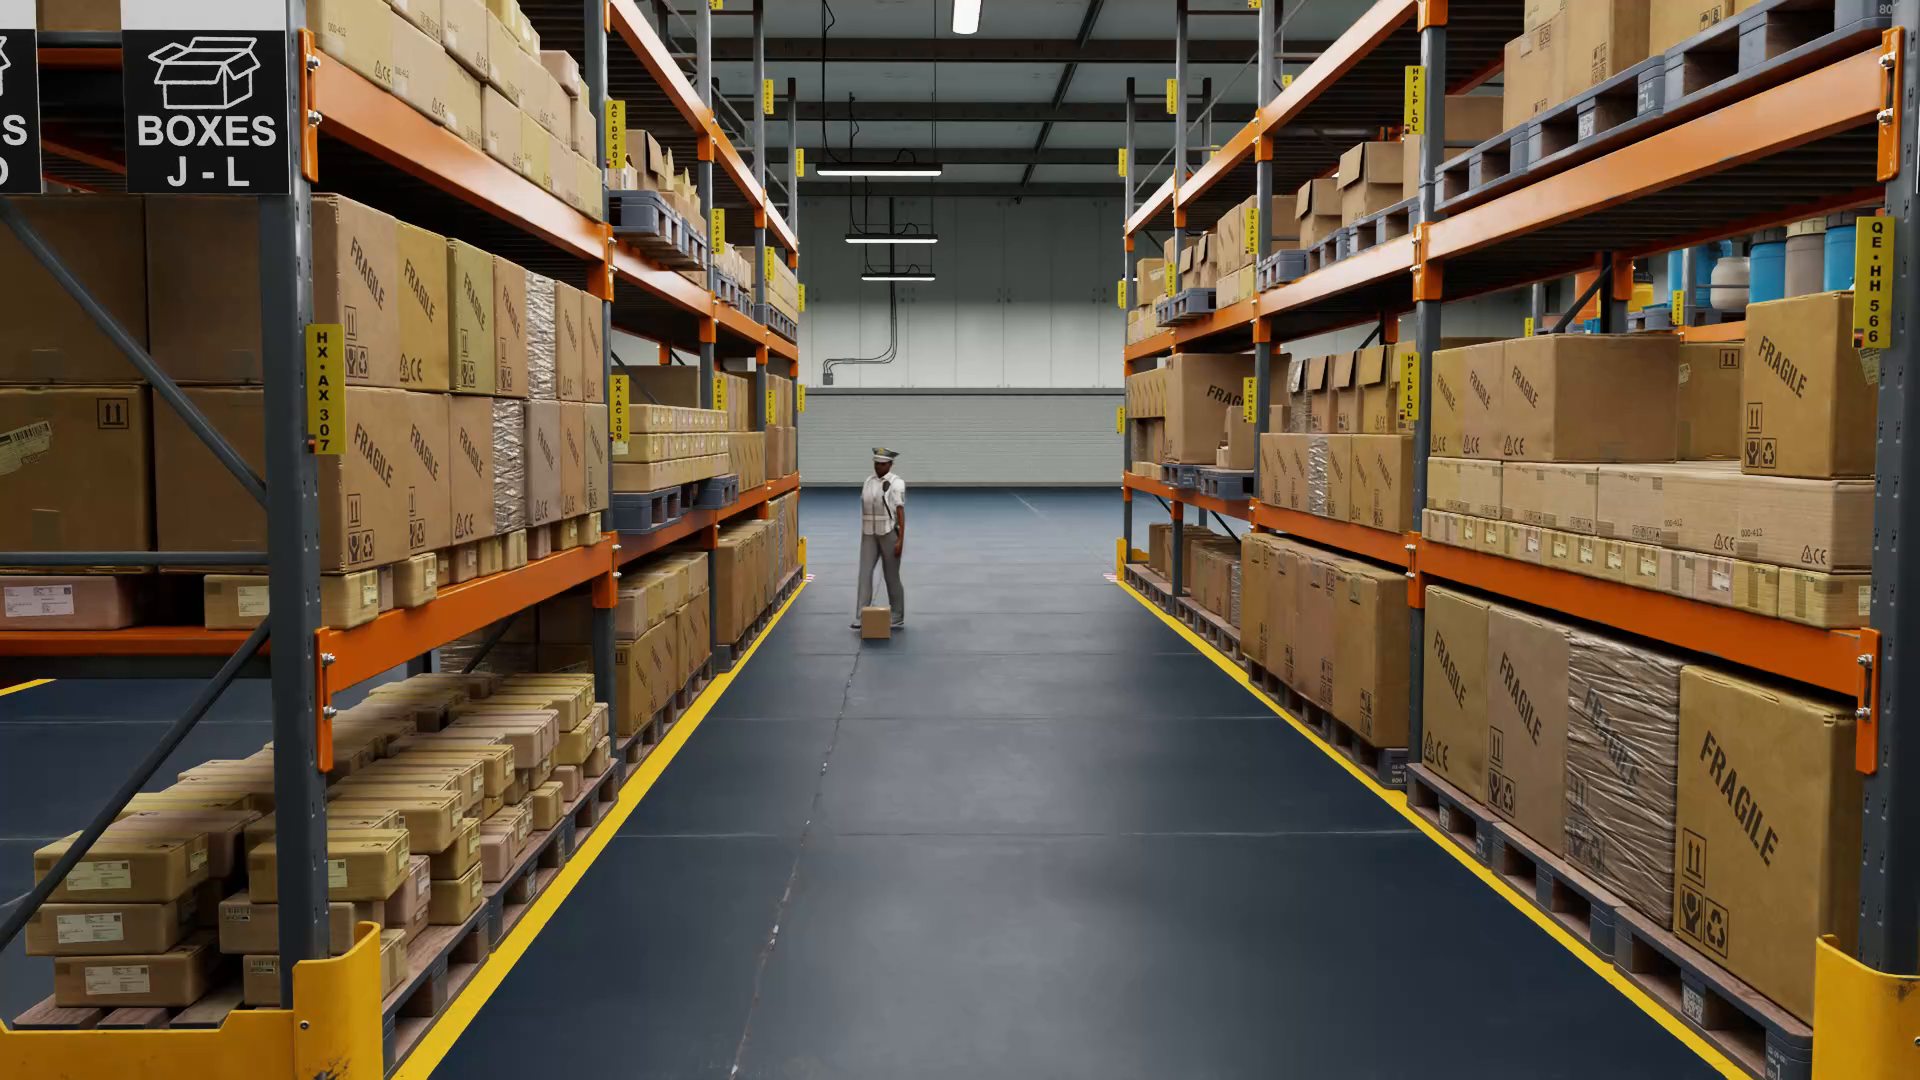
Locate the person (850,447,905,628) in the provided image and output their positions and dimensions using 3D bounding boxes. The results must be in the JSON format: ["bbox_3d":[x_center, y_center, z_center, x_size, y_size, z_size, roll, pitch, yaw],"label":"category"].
[{"bbox_3d":[-0.750,-0.013,15.093,0.459,1.656,0.668,2,4,26],"label":"person"}]
